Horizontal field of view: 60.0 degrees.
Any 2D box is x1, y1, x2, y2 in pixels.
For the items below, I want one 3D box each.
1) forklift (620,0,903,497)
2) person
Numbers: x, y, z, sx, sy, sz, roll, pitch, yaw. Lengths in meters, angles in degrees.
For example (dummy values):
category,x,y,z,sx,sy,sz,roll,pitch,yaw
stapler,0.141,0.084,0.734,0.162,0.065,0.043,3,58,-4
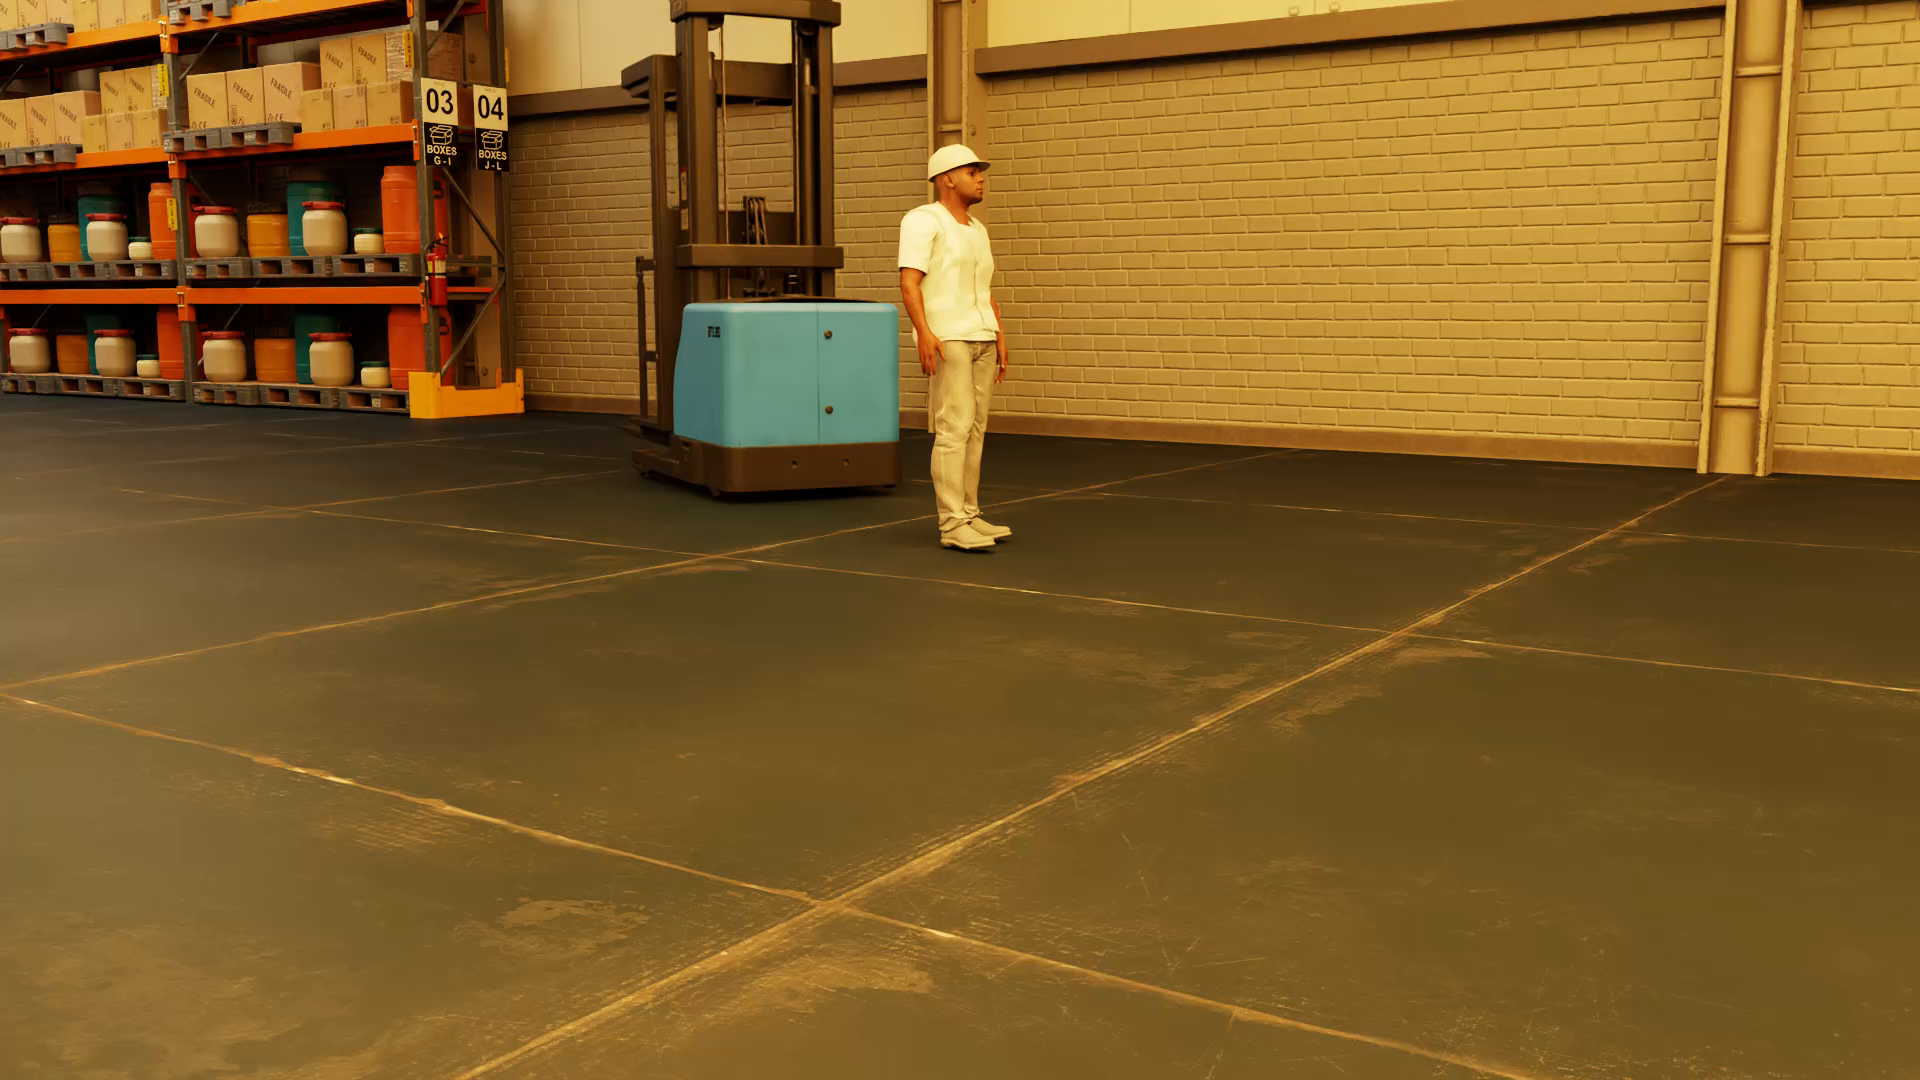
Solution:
category,x,y,z,sx,sy,sz,roll,pitch,yaw
forklift,-1.415,-1.853,10.226,1.130,2.935,3.031,-4,9,-25
person,0.055,-0.875,7.435,0.575,1.768,0.666,5,10,34
